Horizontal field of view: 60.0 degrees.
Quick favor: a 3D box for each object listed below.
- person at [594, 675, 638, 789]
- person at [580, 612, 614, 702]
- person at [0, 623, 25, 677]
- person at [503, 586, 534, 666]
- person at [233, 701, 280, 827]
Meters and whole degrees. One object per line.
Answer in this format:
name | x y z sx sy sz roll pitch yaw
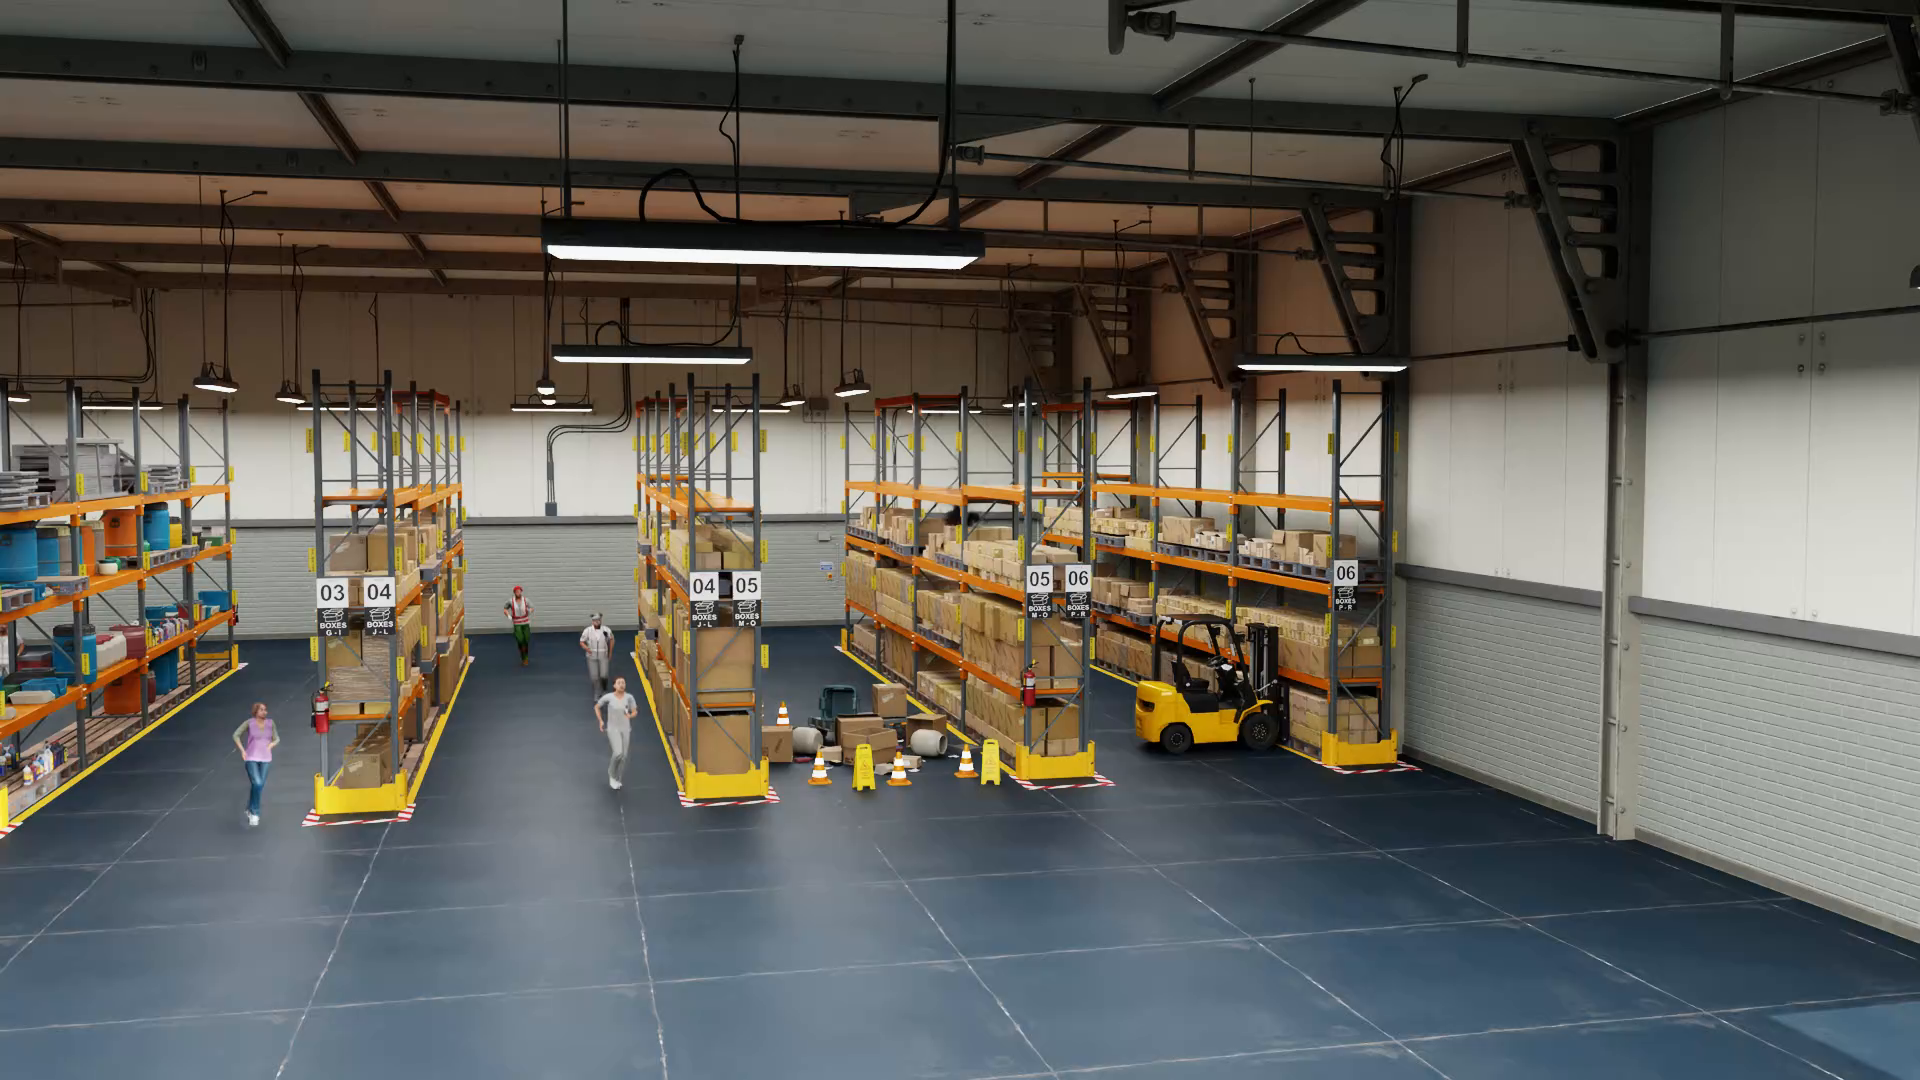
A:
person | -4.931 2.773 24.028 0.552 1.639 0.613 -2 4 -31
person | -7.012 2.267 32.163 0.662 1.746 0.593 -1 3 -13
person | -17.891 2.319 31.107 0.667 1.737 0.605 -2 4 -25
person | -9.968 1.950 37.669 0.651 1.839 0.756 -2 4 -28
person | -9.264 2.952 21.976 0.524 1.635 0.627 -3 5 -45
